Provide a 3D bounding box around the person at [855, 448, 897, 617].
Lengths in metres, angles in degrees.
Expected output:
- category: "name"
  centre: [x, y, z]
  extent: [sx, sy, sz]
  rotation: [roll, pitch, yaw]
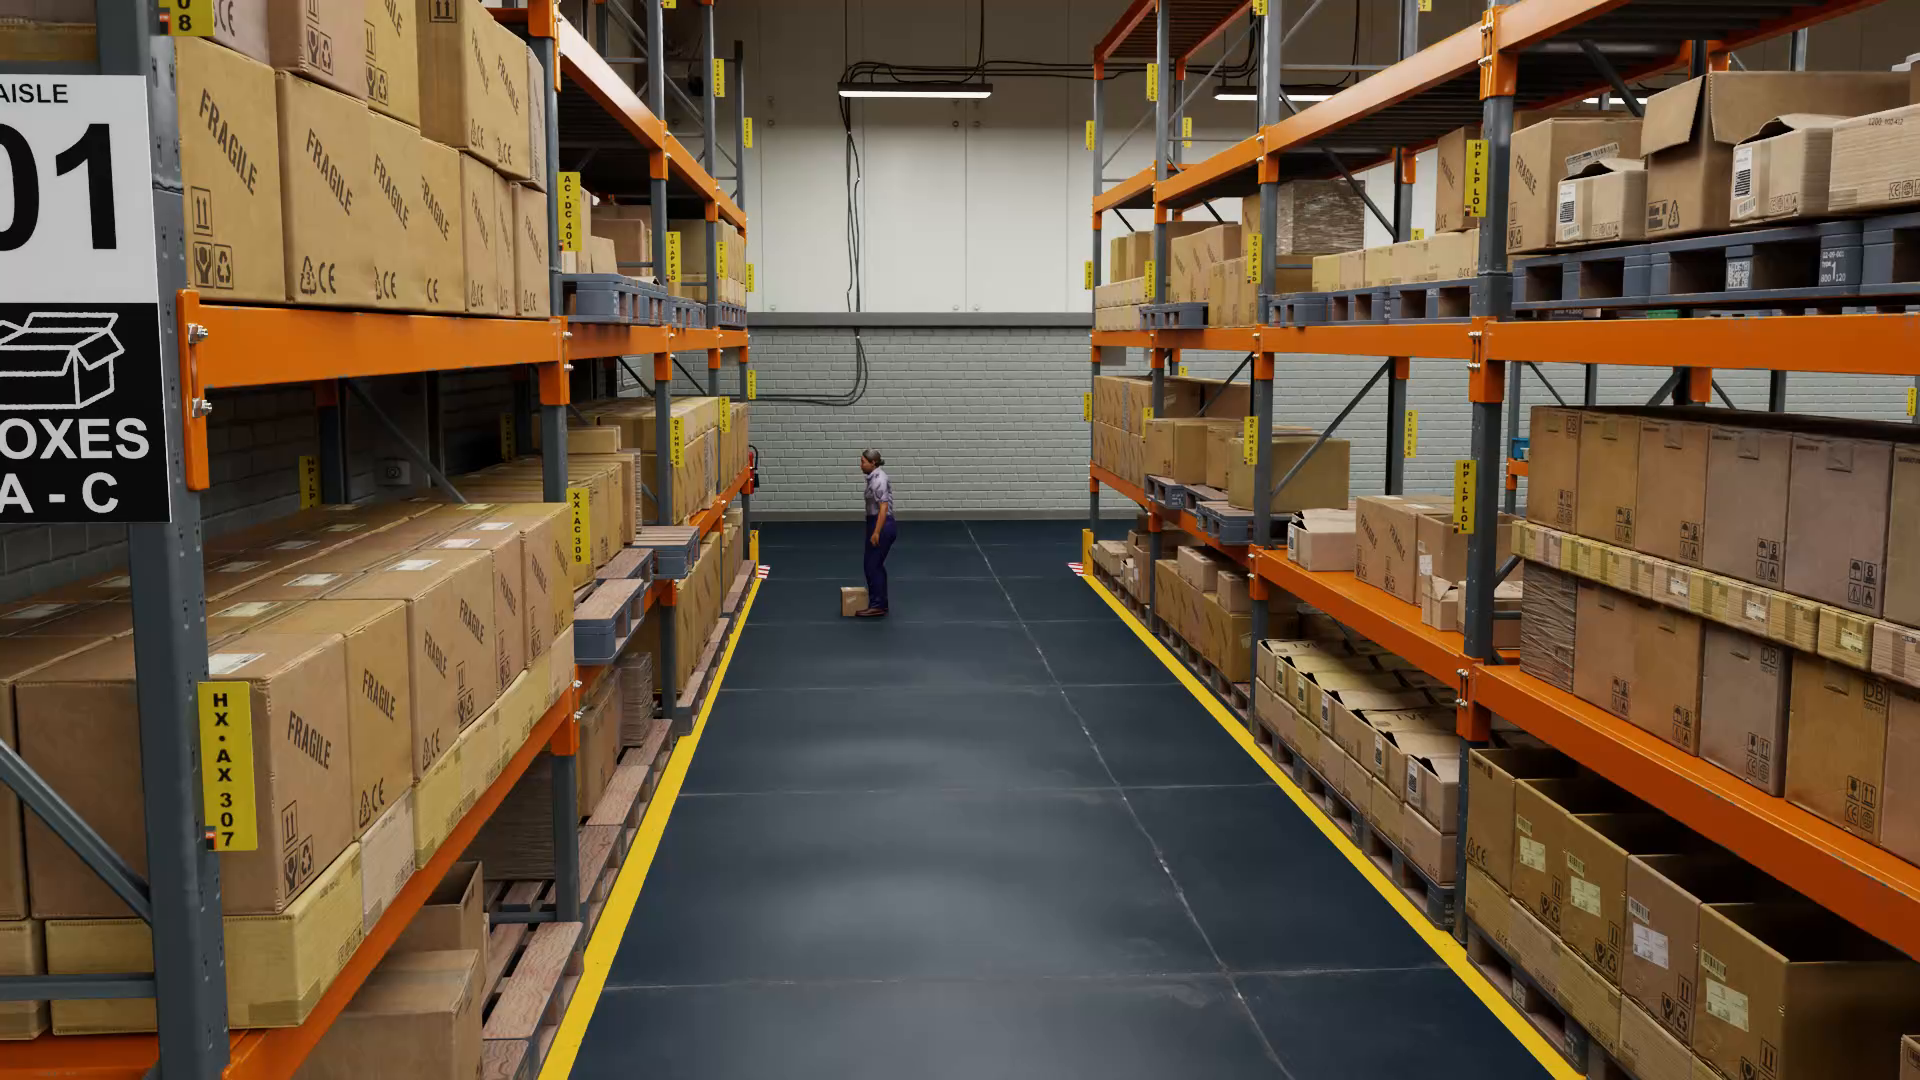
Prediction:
- category: "person"
  centre: [-0.843, -0.084, 16.471]
  extent: [0.419, 1.652, 0.564]
  rotation: [-1, 7, -7]
